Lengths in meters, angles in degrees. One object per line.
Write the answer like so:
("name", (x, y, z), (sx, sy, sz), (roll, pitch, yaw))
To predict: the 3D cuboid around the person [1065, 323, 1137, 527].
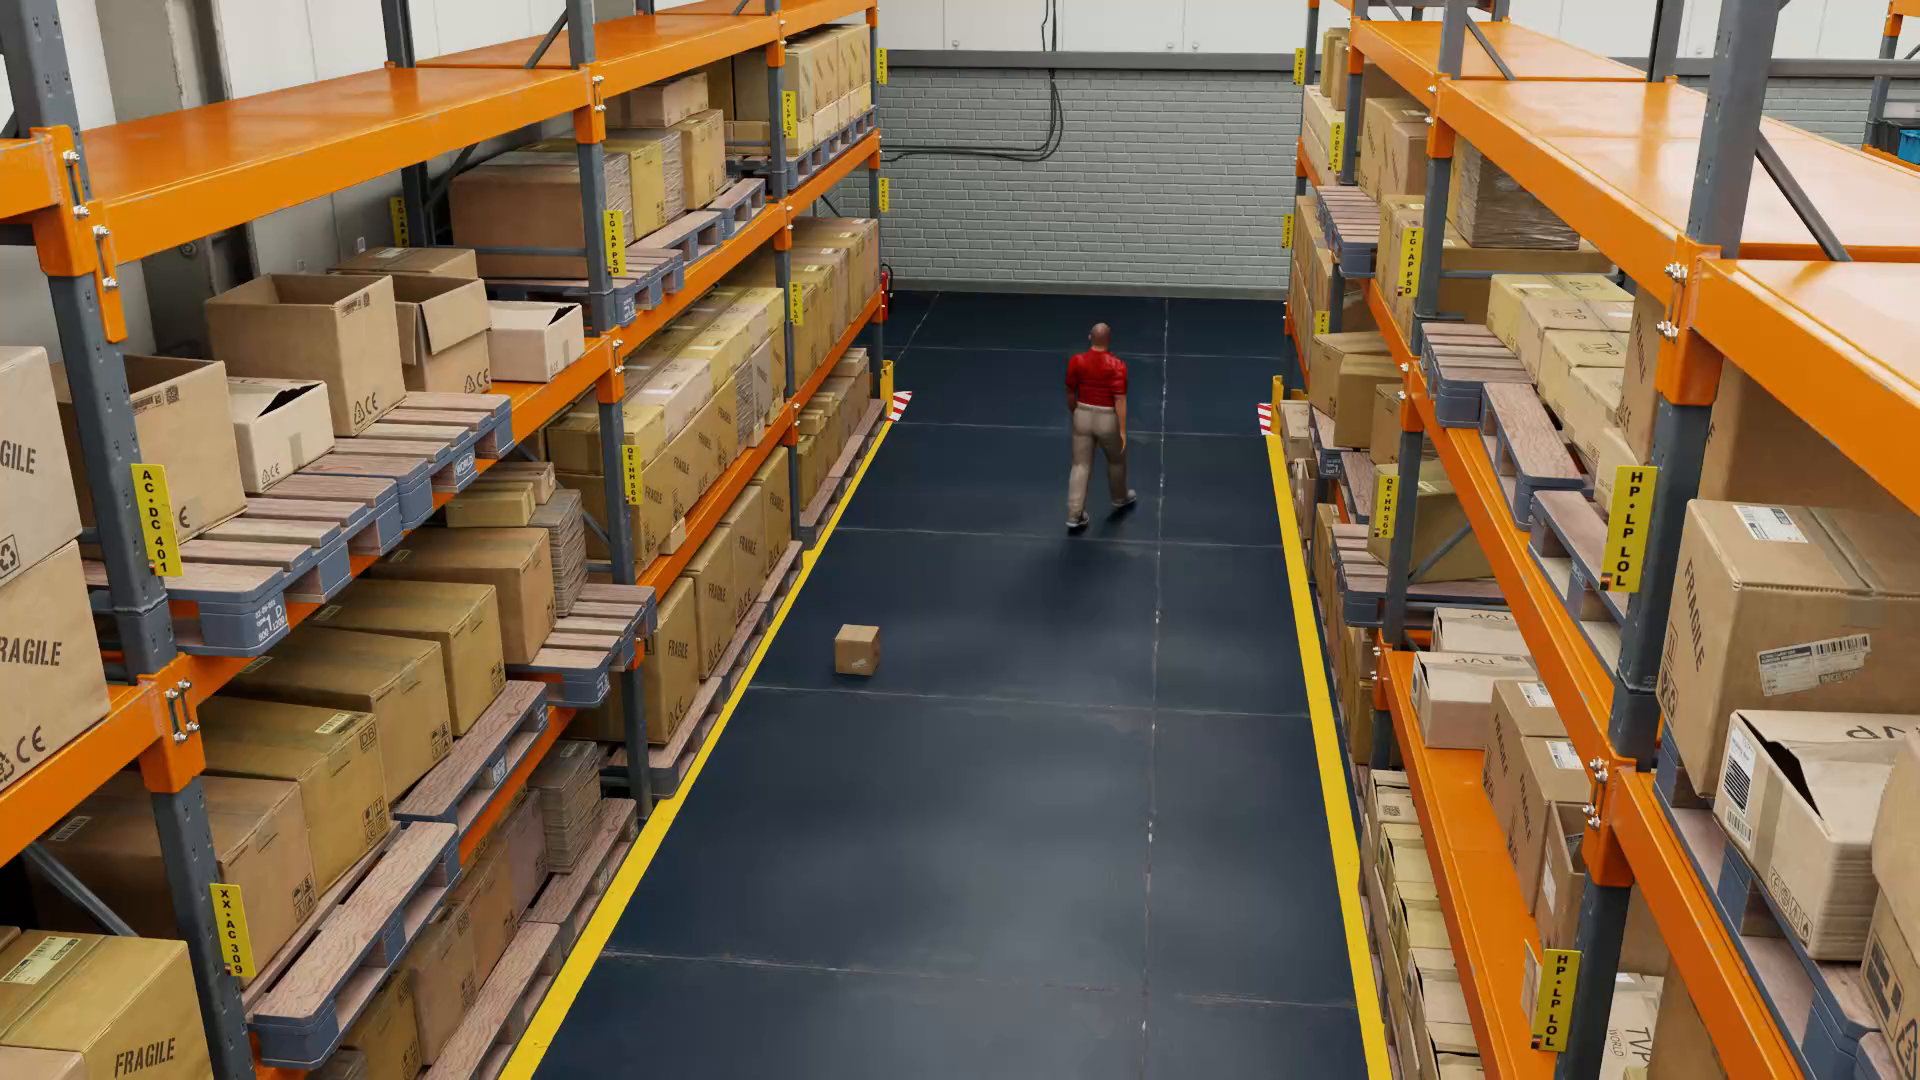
("person", (1.160, -1.006, 13.700), (0.576, 1.667, 0.983), (7, 22, 18))
